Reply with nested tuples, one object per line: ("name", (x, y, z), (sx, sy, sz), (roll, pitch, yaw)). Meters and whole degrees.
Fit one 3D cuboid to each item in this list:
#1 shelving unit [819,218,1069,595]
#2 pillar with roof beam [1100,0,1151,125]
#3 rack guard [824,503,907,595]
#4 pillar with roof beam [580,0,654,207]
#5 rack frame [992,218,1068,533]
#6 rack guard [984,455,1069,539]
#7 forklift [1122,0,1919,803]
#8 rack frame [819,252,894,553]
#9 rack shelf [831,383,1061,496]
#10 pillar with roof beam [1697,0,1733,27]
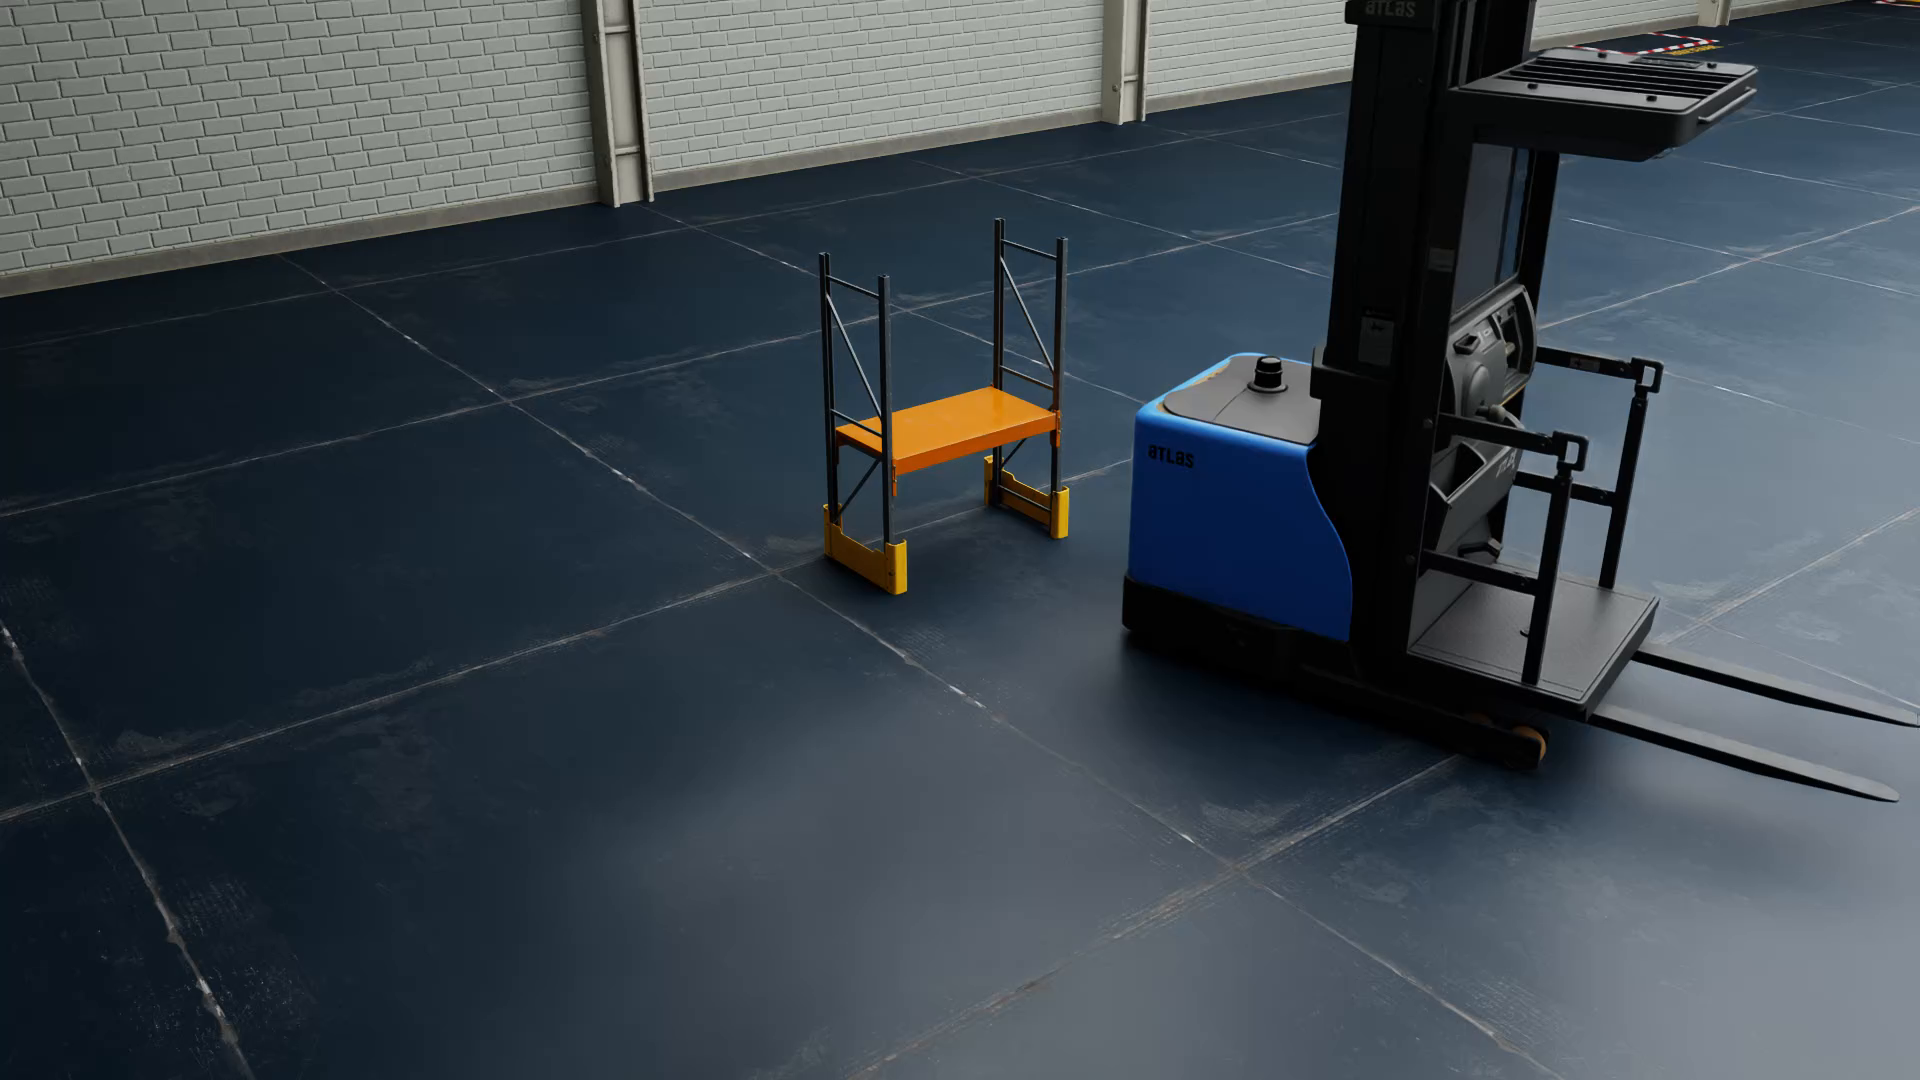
("shelving unit", (-0.060, -0.661, 7.892), (1.083, 1.500, 0.587), (-18, 31, -34))
("pillar with roof beam", (4.424, -7.218, 13.113), (0.400, 9.000, 9.100), (-18, 31, -34))
("rack guard", (-0.452, 0.036, 7.876), (0.087, 0.250, 0.587), (-18, 31, -34))
("pillar with roof beam", (-0.298, -5.659, 9.754), (0.400, 9.000, 9.100), (-18, 31, -34))
("rack frame", (0.333, -0.790, 8.171), (0.032, 1.500, 0.500), (-18, 31, -34))
("rack guard", (0.332, -0.223, 8.433), (0.087, 0.250, 0.587), (-18, 31, -34))
("forklift", (2.208, -0.702, 6.281), (3.031, 2.935, 1.130), (17, 30, 32))
("rack frame", (-0.467, -0.526, 7.602), (0.032, 1.500, 0.500), (-18, 31, -34))
("rack shelf", (-0.067, -0.495, 7.962), (1.000, 0.185, 0.538), (-18, 31, -34))
("pillar with roof beam", (13.867, -10.335, 19.829), (0.400, 9.000, 9.100), (-18, 31, -34))
